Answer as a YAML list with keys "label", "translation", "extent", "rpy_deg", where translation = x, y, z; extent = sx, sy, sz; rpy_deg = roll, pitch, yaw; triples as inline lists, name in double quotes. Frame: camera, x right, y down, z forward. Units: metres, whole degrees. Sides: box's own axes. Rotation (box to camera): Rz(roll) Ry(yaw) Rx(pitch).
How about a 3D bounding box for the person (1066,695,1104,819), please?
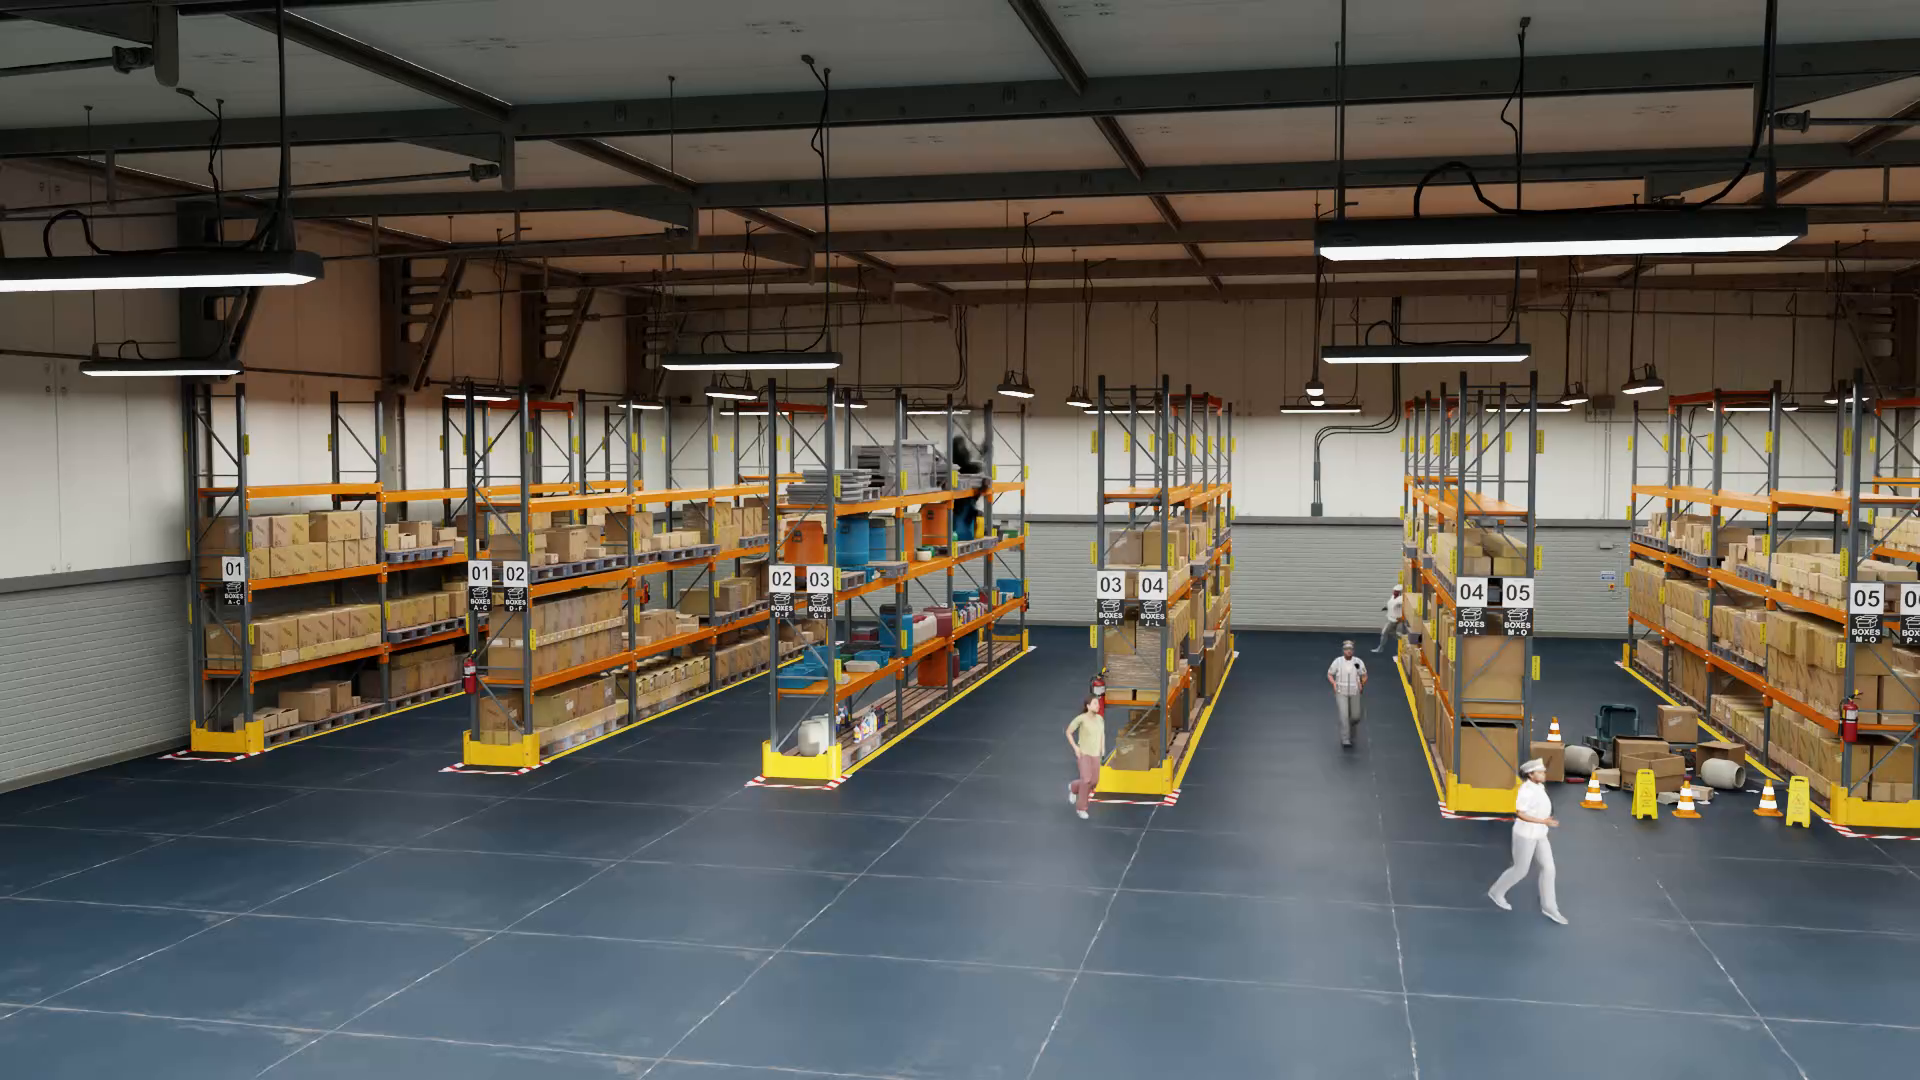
- label: "person"
  translation: [1.732, 2.920, 22.579]
  extent: [0.610, 1.636, 0.565]
  rpy_deg: [-2, 4, -28]

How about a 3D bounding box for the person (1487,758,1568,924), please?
- label: "person"
  translation: [6.009, 3.149, 17.597]
  extent: [0.571, 1.728, 0.846]
  rpy_deg: [-3, 4, -43]

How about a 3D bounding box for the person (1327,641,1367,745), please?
- label: "person"
  translation: [6.486, 2.540, 27.847]
  extent: [0.664, 1.733, 0.645]
  rpy_deg: [0, 3, 7]

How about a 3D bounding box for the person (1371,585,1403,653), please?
- label: "person"
  translation: [10.332, 1.877, 39.827]
  extent: [0.952, 1.680, 0.859]
  rpy_deg: [1, 3, 21]
